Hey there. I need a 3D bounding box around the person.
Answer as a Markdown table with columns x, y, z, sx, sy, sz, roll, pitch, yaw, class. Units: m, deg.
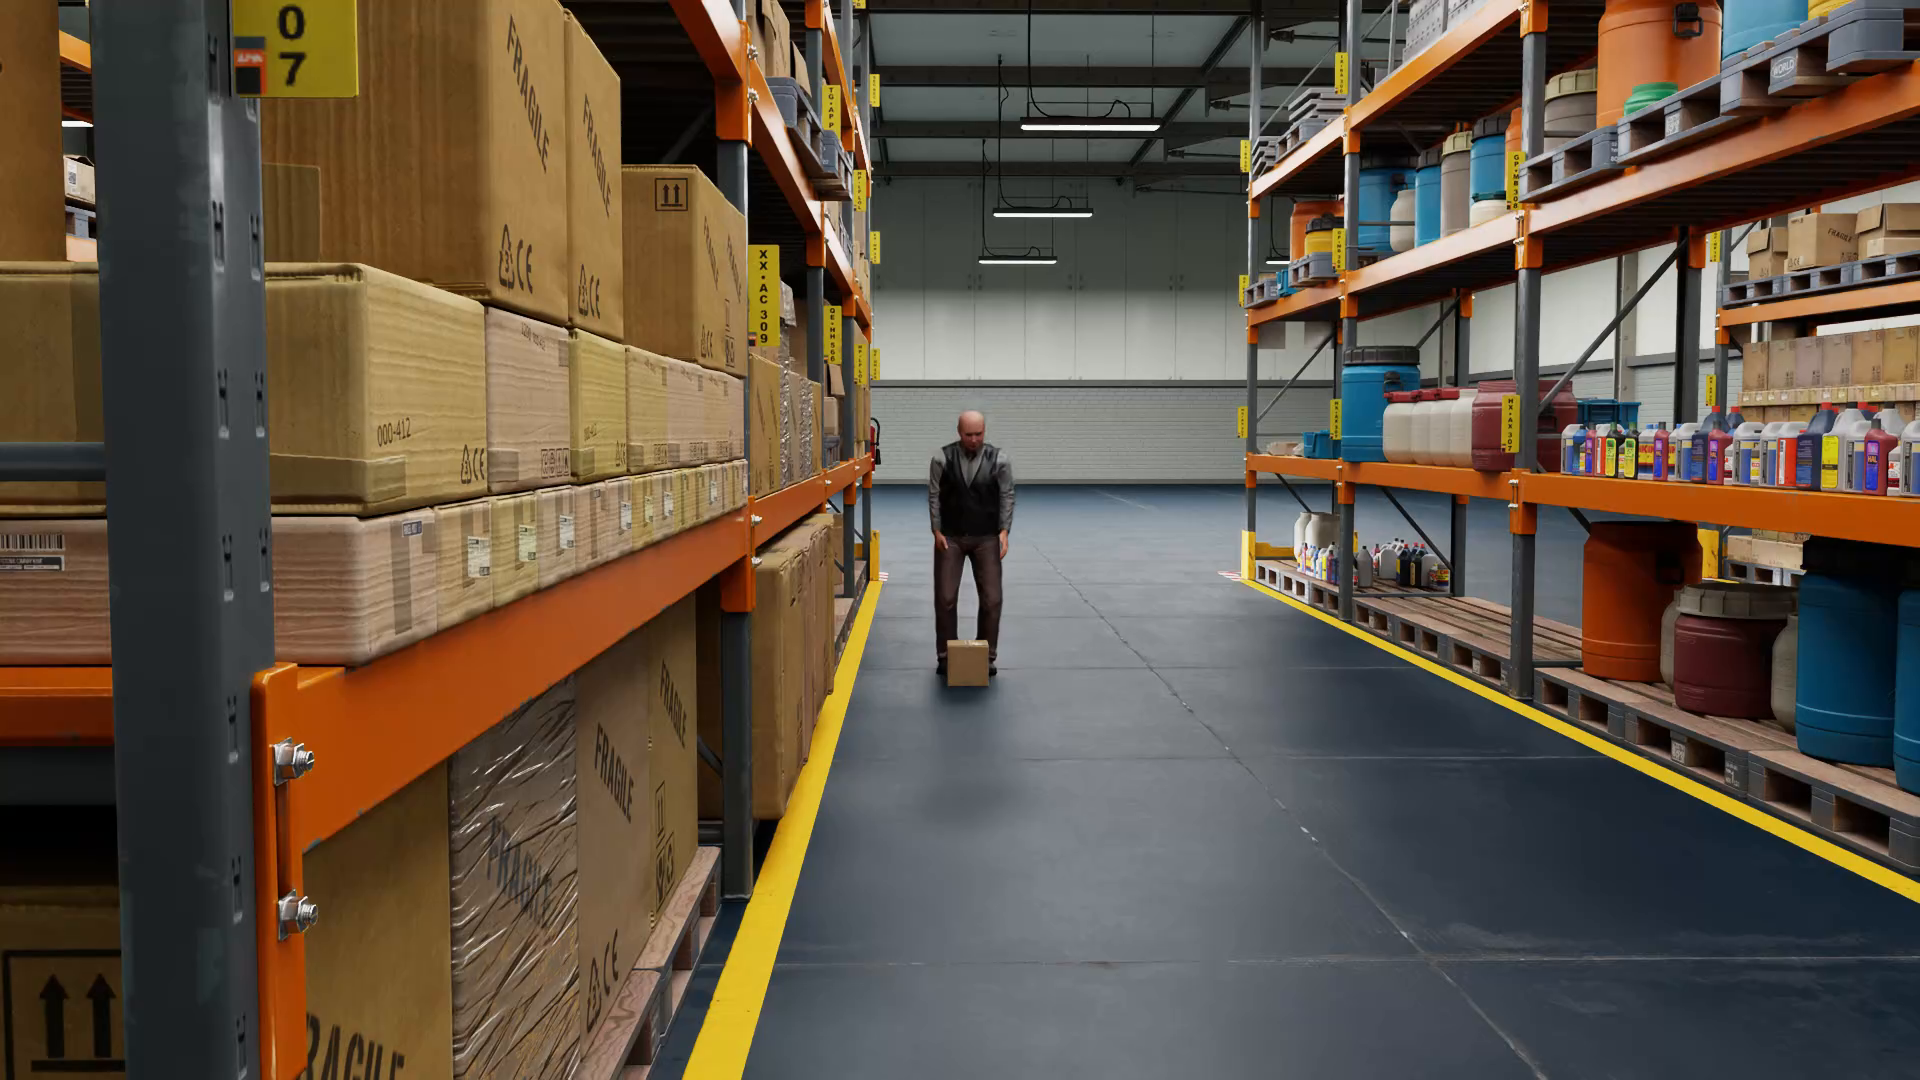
| x | y | z | sx | sy | sz | roll | pitch | yaw | class |
| --- | --- | --- | --- | --- | --- | --- | --- | --- | --- |
| 0.074 | 0.015 | 10.610 | 0.556 | 1.679 | 0.423 | 0 | 4 | 0 | person |
